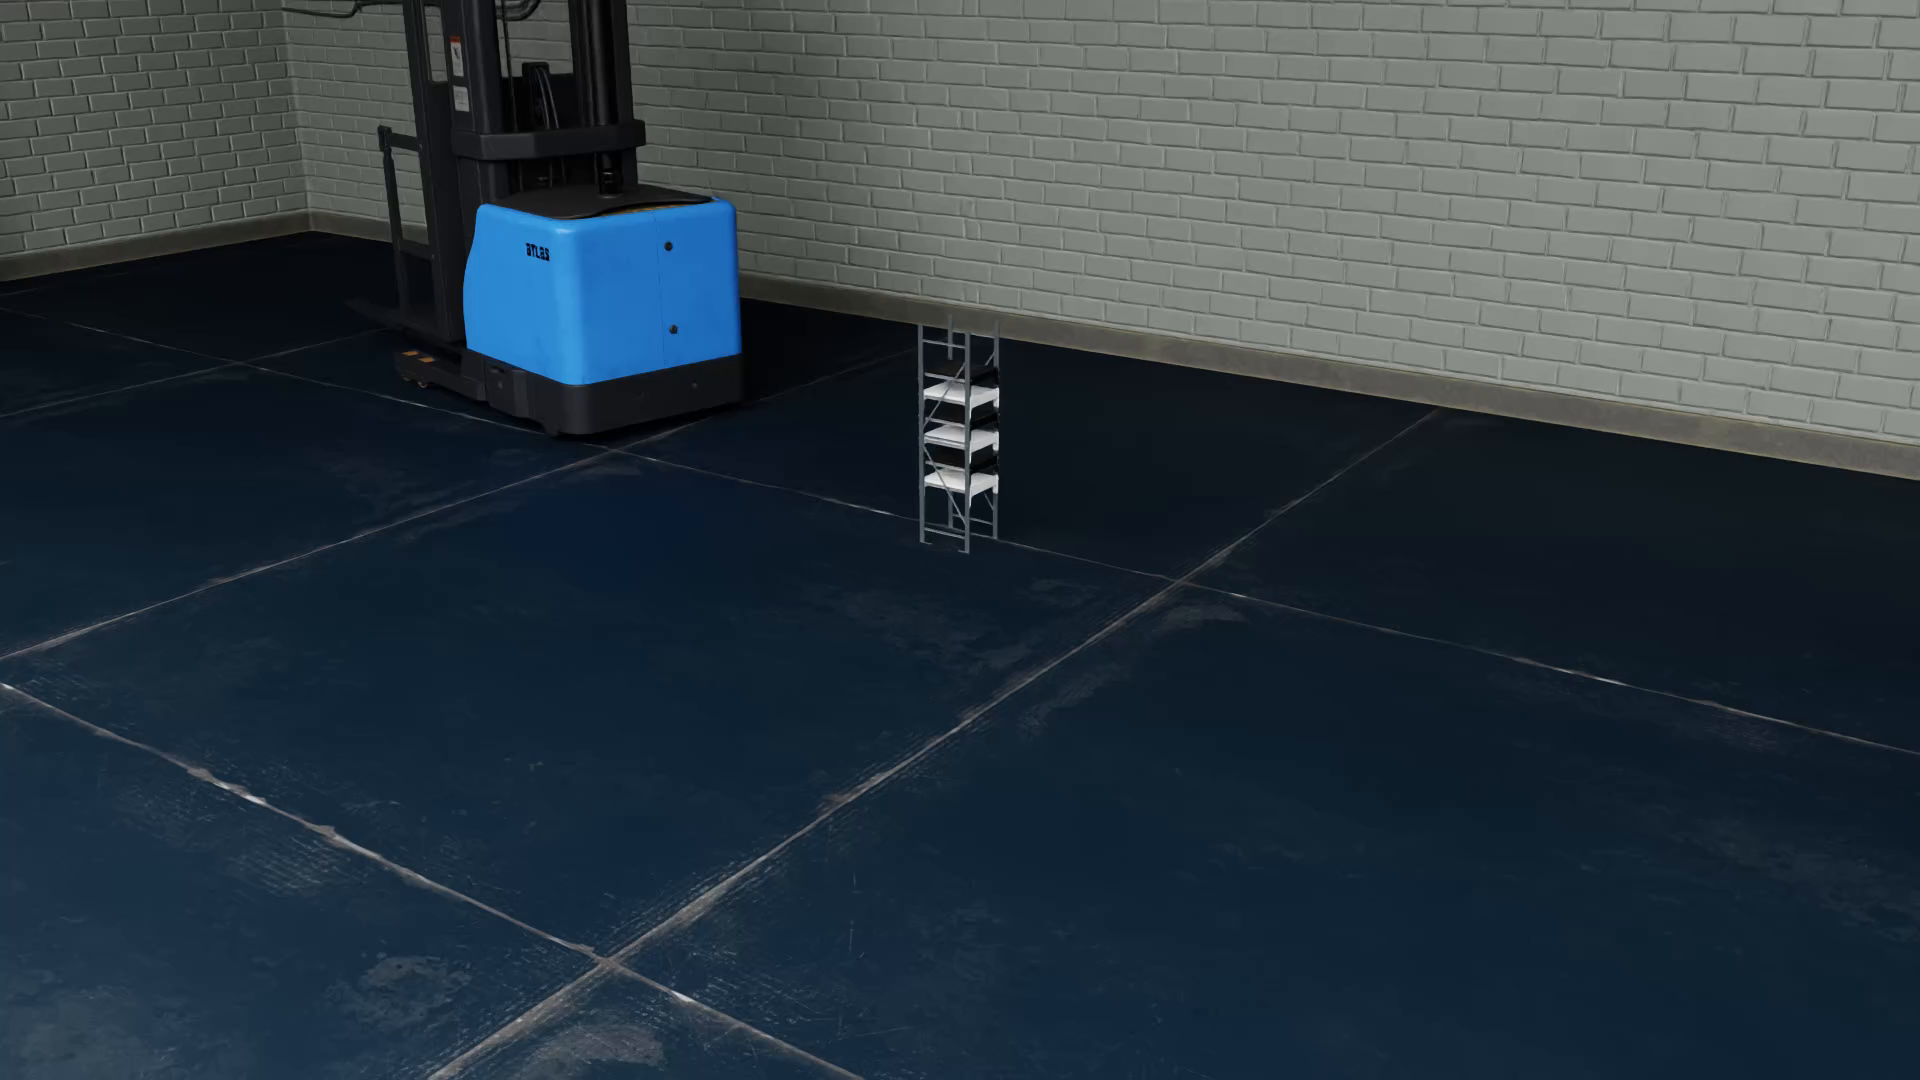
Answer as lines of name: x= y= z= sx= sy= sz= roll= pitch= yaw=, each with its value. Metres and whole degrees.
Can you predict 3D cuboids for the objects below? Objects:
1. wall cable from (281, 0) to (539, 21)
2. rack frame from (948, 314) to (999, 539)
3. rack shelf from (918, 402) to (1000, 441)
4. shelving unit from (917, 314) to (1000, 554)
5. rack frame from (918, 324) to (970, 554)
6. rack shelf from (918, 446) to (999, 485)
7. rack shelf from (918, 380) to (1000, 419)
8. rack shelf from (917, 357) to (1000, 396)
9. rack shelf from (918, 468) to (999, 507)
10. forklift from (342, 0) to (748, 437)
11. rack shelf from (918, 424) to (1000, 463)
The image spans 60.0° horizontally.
wall cable: x=-4.122 y=-5.010 z=11.815 sx=3.097 sy=2.526 sz=0.112 roll=13 pitch=24 yaw=32
rack frame: x=0.053 y=-0.449 z=6.681 sx=0.240 sy=0.900 sz=0.006 roll=13 pitch=24 yaw=32
rack shelf: x=-0.005 y=-0.473 z=6.583 sx=0.258 sy=0.077 sz=0.200 roll=13 pitch=24 yaw=32
shelving unit: x=-0.005 y=-0.420 z=6.603 sx=0.258 sy=0.900 sz=0.210 roll=13 pitch=24 yaw=32
rack frame: x=-0.062 y=-0.391 z=6.524 sx=0.240 sy=0.900 sz=0.006 roll=13 pitch=24 yaw=32
rack shelf: x=-0.005 y=-0.304 z=6.645 sx=0.258 sy=0.077 sz=0.200 roll=13 pitch=24 yaw=32
rack shelf: x=-0.005 y=-0.557 z=6.552 sx=0.258 sy=0.077 sz=0.200 roll=13 pitch=24 yaw=32
rack shelf: x=-0.005 y=-0.642 z=6.520 sx=0.258 sy=0.077 sz=0.200 roll=13 pitch=24 yaw=32
rack shelf: x=-0.005 y=-0.220 z=6.677 sx=0.258 sy=0.077 sz=0.200 roll=13 pitch=24 yaw=32
forklift: x=-2.457 y=-2.302 z=8.763 sx=1.130 sy=2.935 sz=3.031 roll=-18 pitch=27 yaw=-39
rack shelf: x=-0.005 y=-0.388 z=6.614 sx=0.258 sy=0.077 sz=0.200 roll=13 pitch=24 yaw=32
